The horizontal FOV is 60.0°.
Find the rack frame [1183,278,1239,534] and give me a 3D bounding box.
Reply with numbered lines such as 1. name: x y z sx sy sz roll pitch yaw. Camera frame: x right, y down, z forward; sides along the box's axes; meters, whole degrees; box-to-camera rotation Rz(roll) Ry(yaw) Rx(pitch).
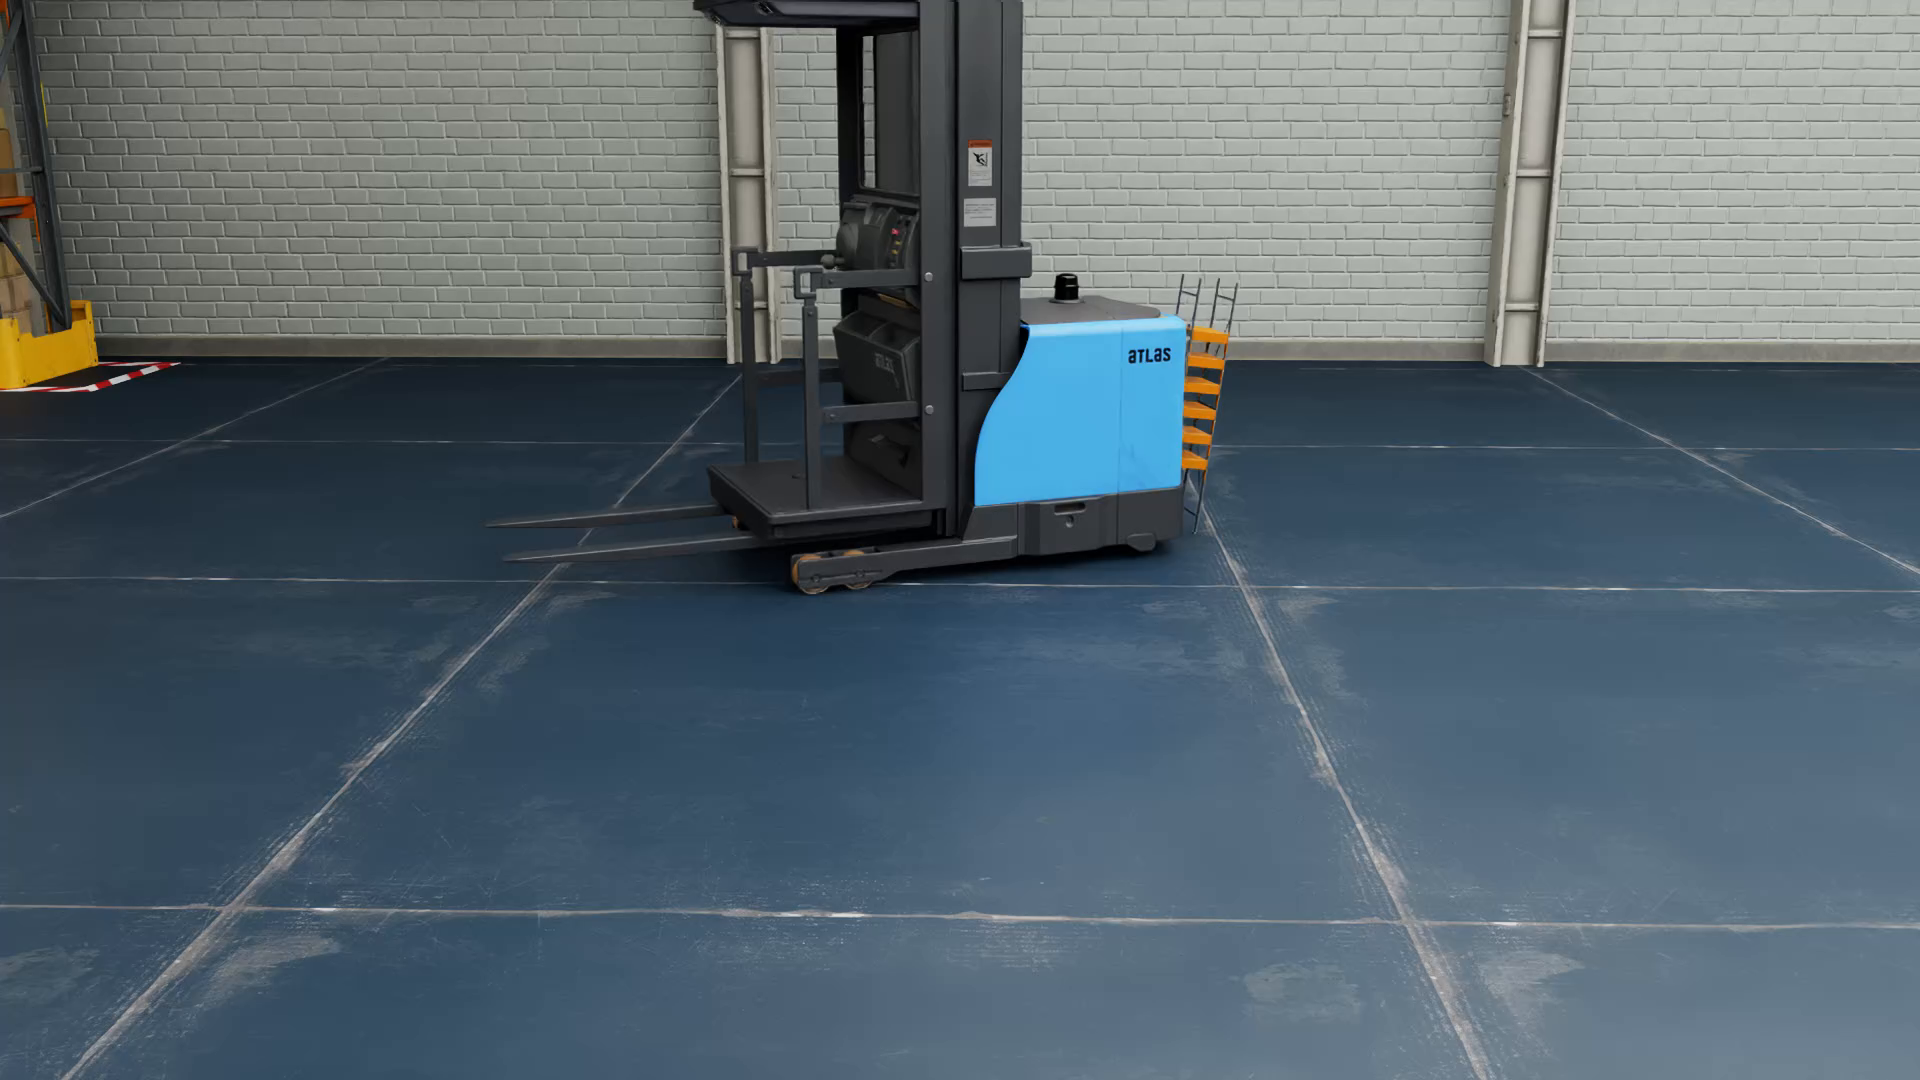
1. rack frame: 1.176 -0.636 7.919 0.006 1.200 0.240 4 13 -15

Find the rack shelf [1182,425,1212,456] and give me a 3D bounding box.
1. rack shelf: 1.066 -0.484 7.931 0.180 0.103 0.258 4 13 -15

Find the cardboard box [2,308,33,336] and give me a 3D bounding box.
1. cardboard box: -7.448 -1.613 12.642 0.500 0.250 0.500 0 15 2

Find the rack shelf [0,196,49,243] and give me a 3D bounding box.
1. rack shelf: -8.961 -2.352 12.285 4.000 0.370 1.077 0 15 1

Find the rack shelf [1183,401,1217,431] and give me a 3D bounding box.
1. rack shelf: 1.082 -0.600 7.905 0.180 0.103 0.258 4 13 -15

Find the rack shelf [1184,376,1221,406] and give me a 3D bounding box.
1. rack shelf: 1.098 -0.716 7.878 0.180 0.103 0.258 4 13 -15

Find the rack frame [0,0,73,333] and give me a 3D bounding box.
1. rack frame: -6.962 -2.687 12.143 0.127 3.000 1.000 0 15 1

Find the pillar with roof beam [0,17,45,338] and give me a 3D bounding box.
1. pillar with roof beam: -7.745 -4.724 8.105 0.400 9.000 9.100 0 15 1

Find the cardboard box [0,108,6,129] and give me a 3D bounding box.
1. cardboard box: -7.295 -3.117 12.307 0.250 0.149 0.380 0 15 0

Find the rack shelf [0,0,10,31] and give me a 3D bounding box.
1. rack shelf: -8.961 -3.802 11.902 4.000 0.370 1.077 0 15 1

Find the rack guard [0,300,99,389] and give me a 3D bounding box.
1. rack guard: -6.938 -1.478 12.462 0.348 0.500 1.175 0 15 1

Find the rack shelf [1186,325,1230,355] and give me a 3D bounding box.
1. rack shelf: 1.130 -0.948 7.825 0.180 0.103 0.258 4 13 -15

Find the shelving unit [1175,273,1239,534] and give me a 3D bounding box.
1. shelving unit: 1.088 -0.643 7.895 0.189 1.200 0.258 4 13 -15

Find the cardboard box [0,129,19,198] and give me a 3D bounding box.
1. cardboard box: -7.450 -2.809 12.411 0.500 0.500 0.500 1 15 3

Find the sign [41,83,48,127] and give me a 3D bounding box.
1. sign: -6.942 -3.285 12.559 0.005 0.325 0.100 0 15 1

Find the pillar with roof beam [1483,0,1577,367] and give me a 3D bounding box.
1. pillar with roof beam: 4.251 -4.646 7.809 0.400 9.000 9.100 0 15 1

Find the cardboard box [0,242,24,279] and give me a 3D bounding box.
1. cardboard box: -7.438 -2.095 12.508 0.500 0.250 0.500 0 15 1

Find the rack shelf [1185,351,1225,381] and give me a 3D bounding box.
1. rack shelf: 1.114 -0.832 7.852 0.180 0.103 0.258 4 13 -15

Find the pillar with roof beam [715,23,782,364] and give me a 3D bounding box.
1. pillar with roof beam: -1.747 -4.685 7.957 0.400 9.000 9.100 0 15 1

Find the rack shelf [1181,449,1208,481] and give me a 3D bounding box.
1. rack shelf: 1.050 -0.368 7.958 0.180 0.103 0.258 4 13 -15

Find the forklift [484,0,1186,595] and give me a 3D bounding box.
1. forklift: -0.546 -1.340 7.173 3.031 2.935 1.130 -6 16 -21

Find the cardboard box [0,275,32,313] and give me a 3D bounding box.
1. cardboard box: -7.427 -1.858 12.589 0.500 0.250 0.500 1 15 2

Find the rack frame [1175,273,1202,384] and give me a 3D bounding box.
1. rack frame: 1.000 -0.649 7.871 0.006 1.200 0.240 4 13 -15
